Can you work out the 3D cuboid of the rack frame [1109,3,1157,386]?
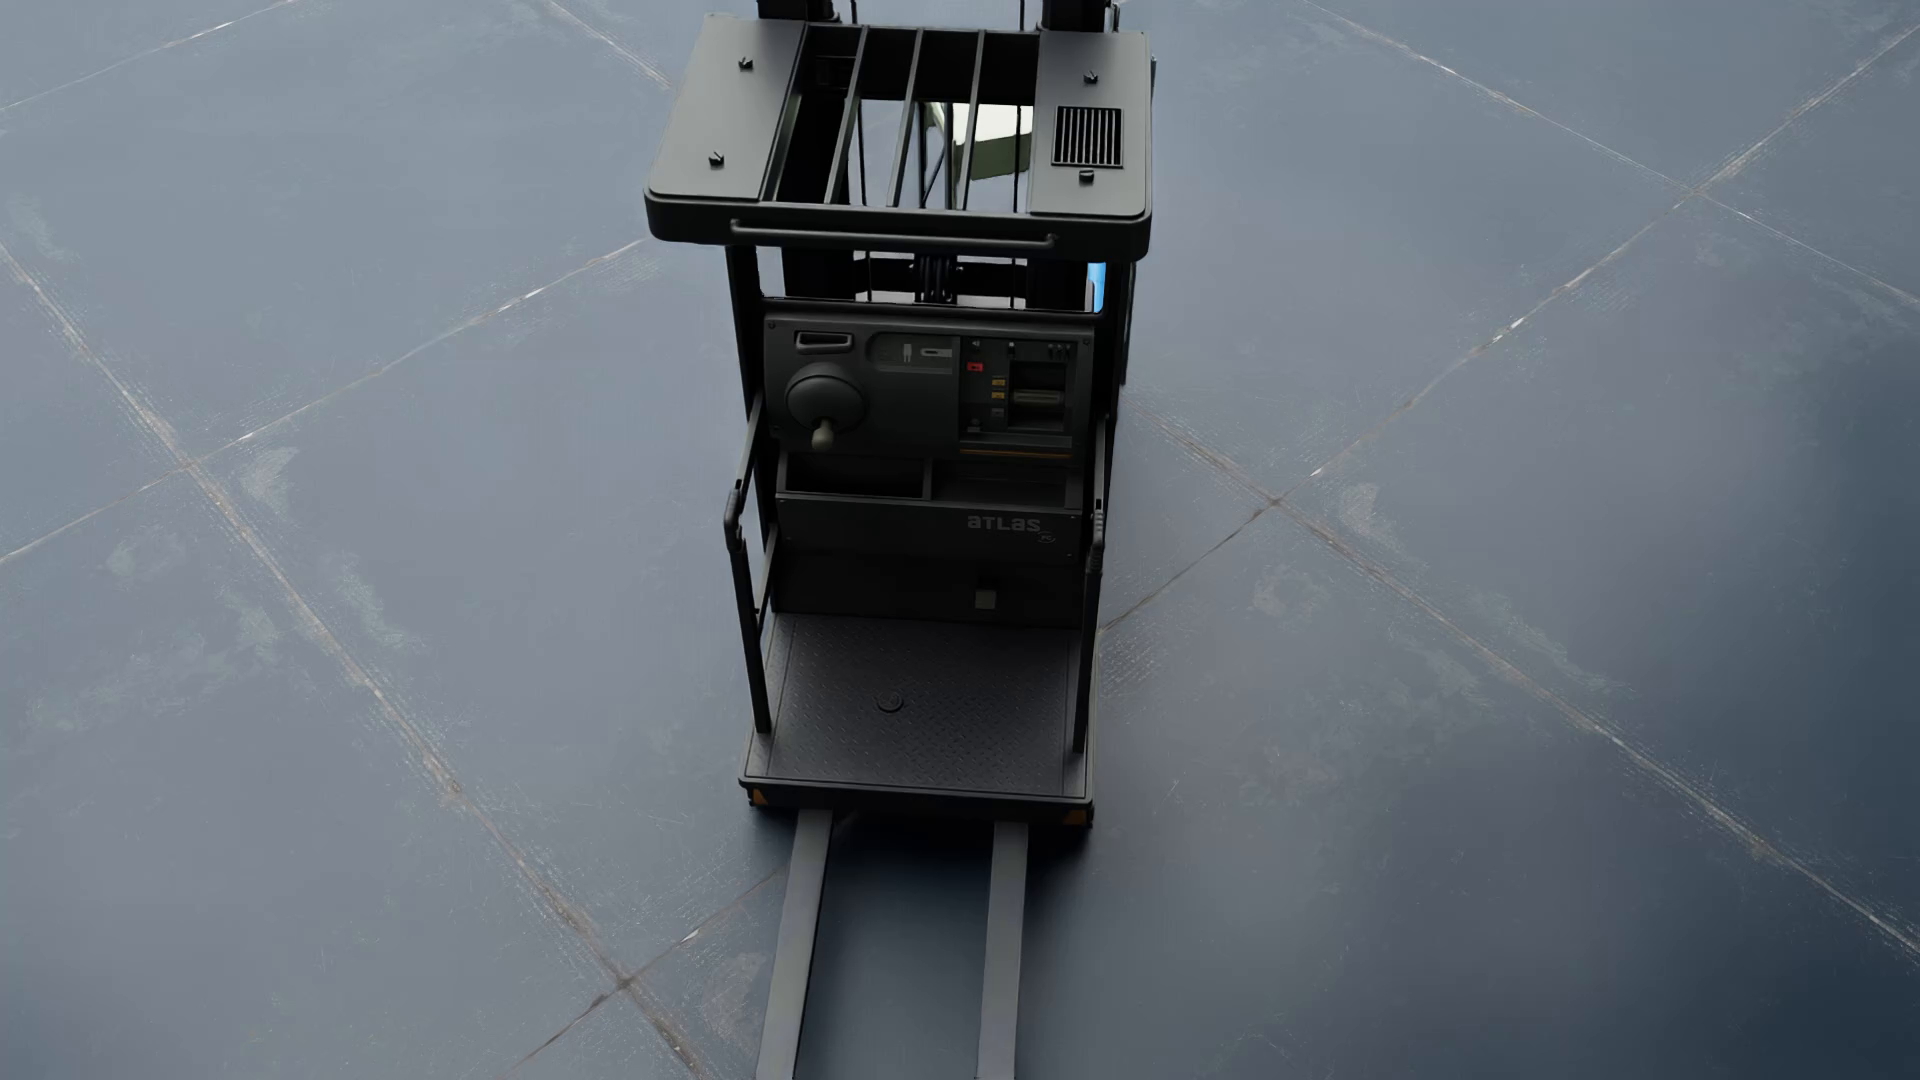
[{"bbox_3d":[0.612,-1.285,6.415,0.023,1.500,0.400,-12,49,-11],"label":"rack frame"}]

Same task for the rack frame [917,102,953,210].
[{"bbox_3d":[-0.090,-1.132,6.274,0.023,1.500,0.400,-12,49,-11],"label":"rack frame"}]

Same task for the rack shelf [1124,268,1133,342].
[{"bbox_3d":[0.261,-0.987,6.584,0.720,0.370,0.431,-12,49,-11],"label":"rack shelf"}]

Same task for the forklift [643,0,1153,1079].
[{"bbox_3d":[-0.105,-0.333,4.563,1.130,2.935,3.031,3,47,3],"label":"forklift"}]

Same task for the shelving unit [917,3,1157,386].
[{"bbox_3d":[0.261,-1.208,6.344,0.755,1.500,0.431,-12,49,-11],"label":"shelving unit"}]

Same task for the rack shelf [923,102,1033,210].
[{"bbox_3d":[0.261,-1.473,6.058,0.720,0.370,0.431,-12,49,-11],"label":"rack shelf"}]
